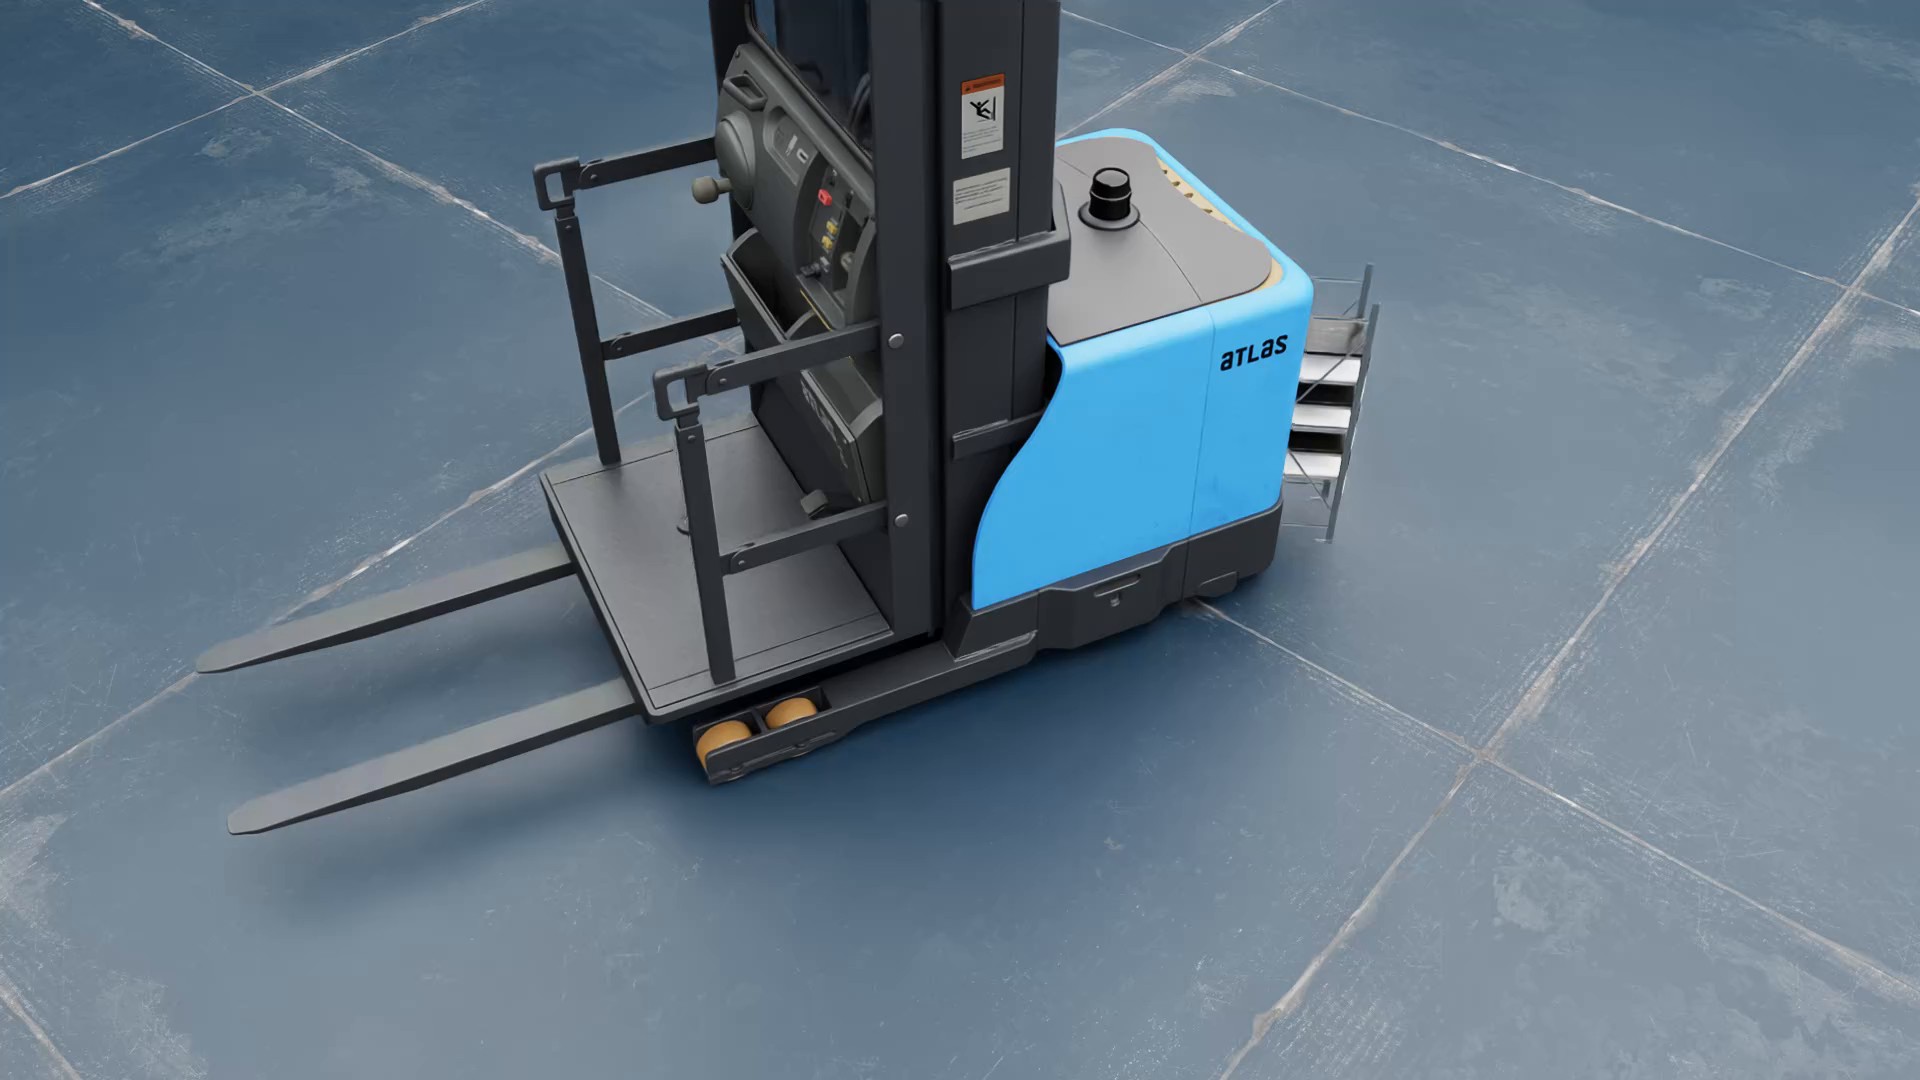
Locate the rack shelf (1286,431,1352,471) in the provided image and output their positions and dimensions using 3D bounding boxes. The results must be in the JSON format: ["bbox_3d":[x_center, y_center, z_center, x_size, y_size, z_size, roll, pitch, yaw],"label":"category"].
[{"bbox_3d":[1.063,-0.312,5.108,0.258,0.077,0.200,4,42,4],"label":"rack shelf"}]

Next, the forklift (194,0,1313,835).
[{"bbox_3d":[-0.593,-0.837,3.992,3.031,2.935,1.130,-18,45,-19],"label":"forklift"}]

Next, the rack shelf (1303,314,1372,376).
[{"bbox_3d":[1.063,-0.578,4.865,0.258,0.077,0.200,4,42,4],"label":"rack shelf"}]

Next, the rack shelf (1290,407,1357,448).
[{"bbox_3d":[1.063,-0.379,5.047,0.258,0.077,0.200,4,42,4],"label":"rack shelf"}]

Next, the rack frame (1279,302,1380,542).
[{"bbox_3d":[1.053,-0.335,4.950,0.240,0.900,0.006,4,42,4],"label":"rack frame"}]

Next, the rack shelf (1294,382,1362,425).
[{"bbox_3d":[1.063,-0.445,4.986,0.258,0.077,0.200,4,42,4],"label":"rack shelf"}]

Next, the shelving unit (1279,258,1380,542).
[{"bbox_3d":[1.063,-0.403,5.025,0.258,0.900,0.210,4,42,4],"label":"shelving unit"}]

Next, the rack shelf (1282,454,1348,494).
[{"bbox_3d":[1.063,-0.246,5.168,0.258,0.077,0.200,4,42,4],"label":"rack shelf"}]

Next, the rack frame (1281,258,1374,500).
[{"bbox_3d":[1.073,-0.472,5.099,0.240,0.900,0.006,4,42,4],"label":"rack frame"}]

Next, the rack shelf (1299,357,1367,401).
[{"bbox_3d":[1.063,-0.512,4.926,0.258,0.077,0.200,4,42,4],"label":"rack shelf"}]
